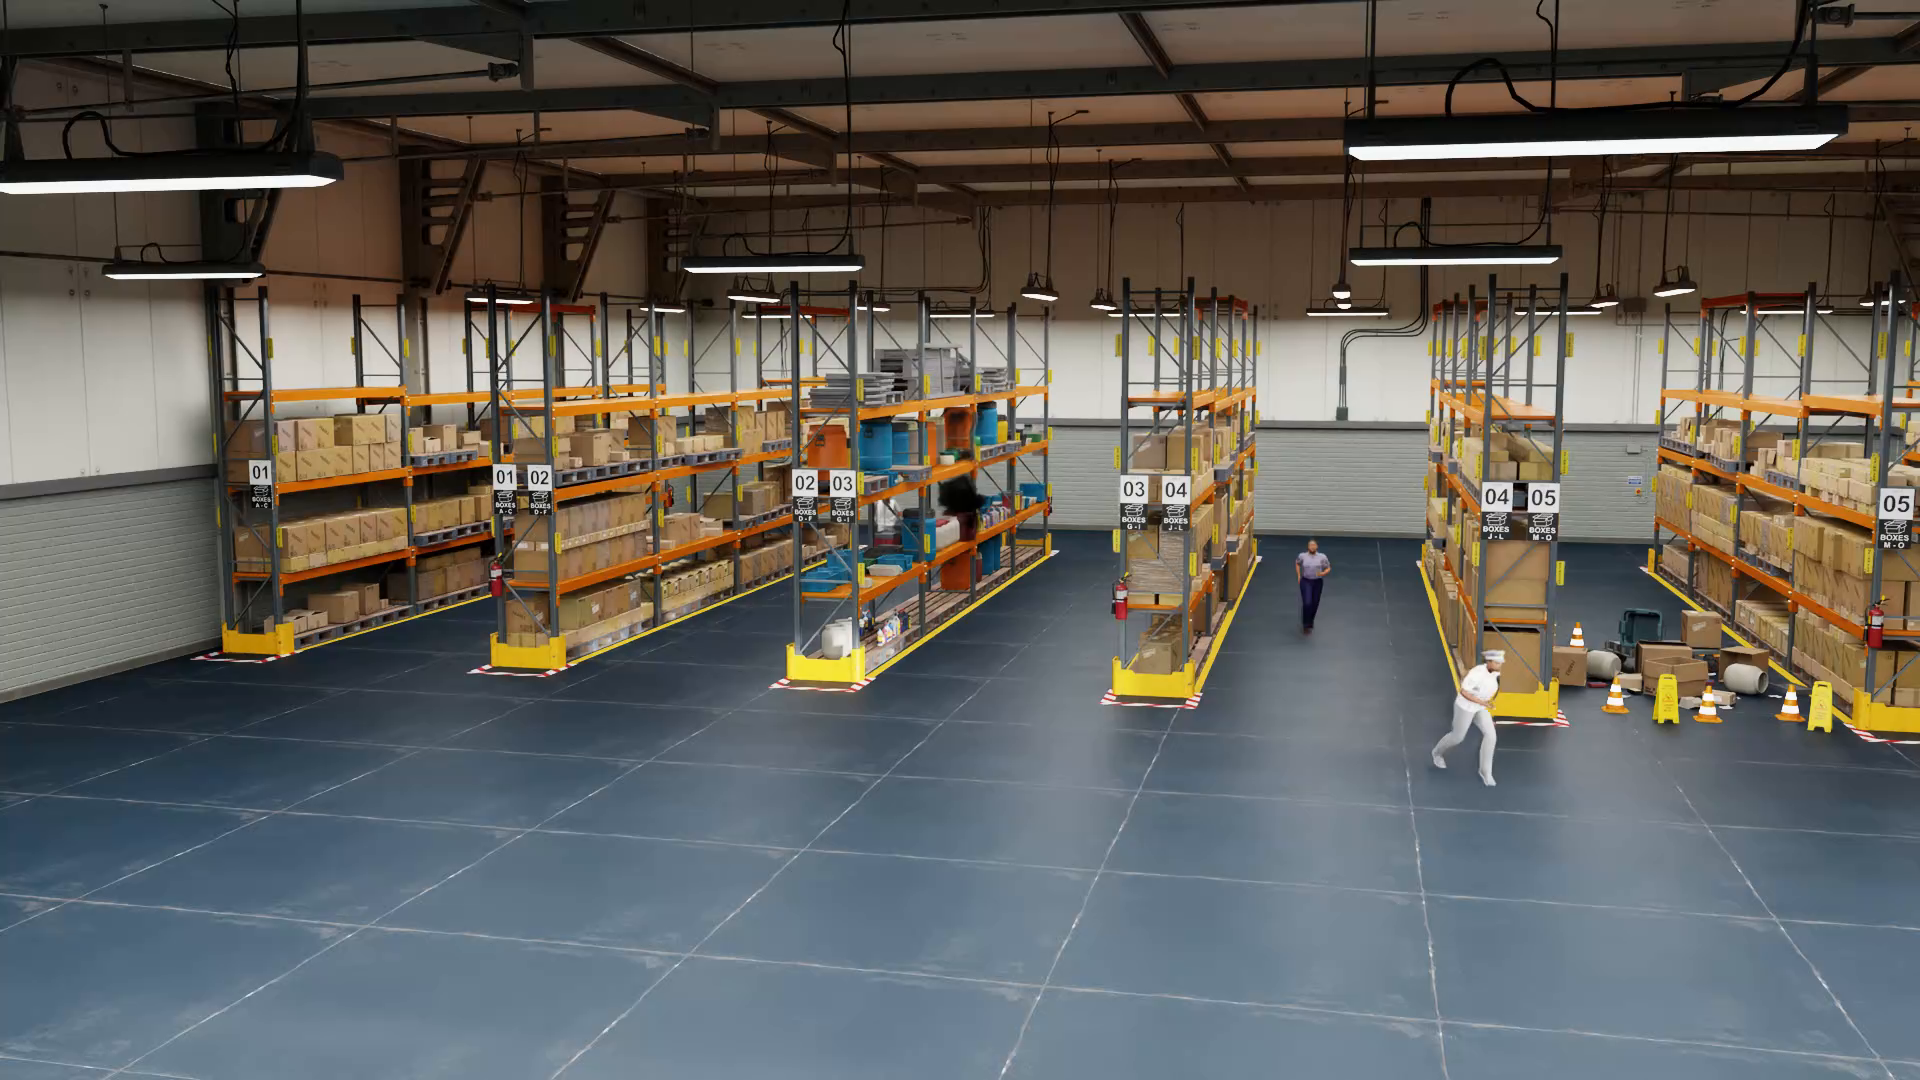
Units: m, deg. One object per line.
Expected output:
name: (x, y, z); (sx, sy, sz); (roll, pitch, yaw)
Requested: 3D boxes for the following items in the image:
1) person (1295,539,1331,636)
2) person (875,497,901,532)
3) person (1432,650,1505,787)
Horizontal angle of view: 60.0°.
person: (6.209, 0.870, 29.378); (0.563, 1.630, 0.751); (0, 7, 3)
person: (-1.726, -0.326, 38.827); (0.705, 1.777, 0.894); (0, 7, 4)
person: (5.938, 2.022, 19.431); (0.618, 1.625, 0.986); (-4, 8, -33)
